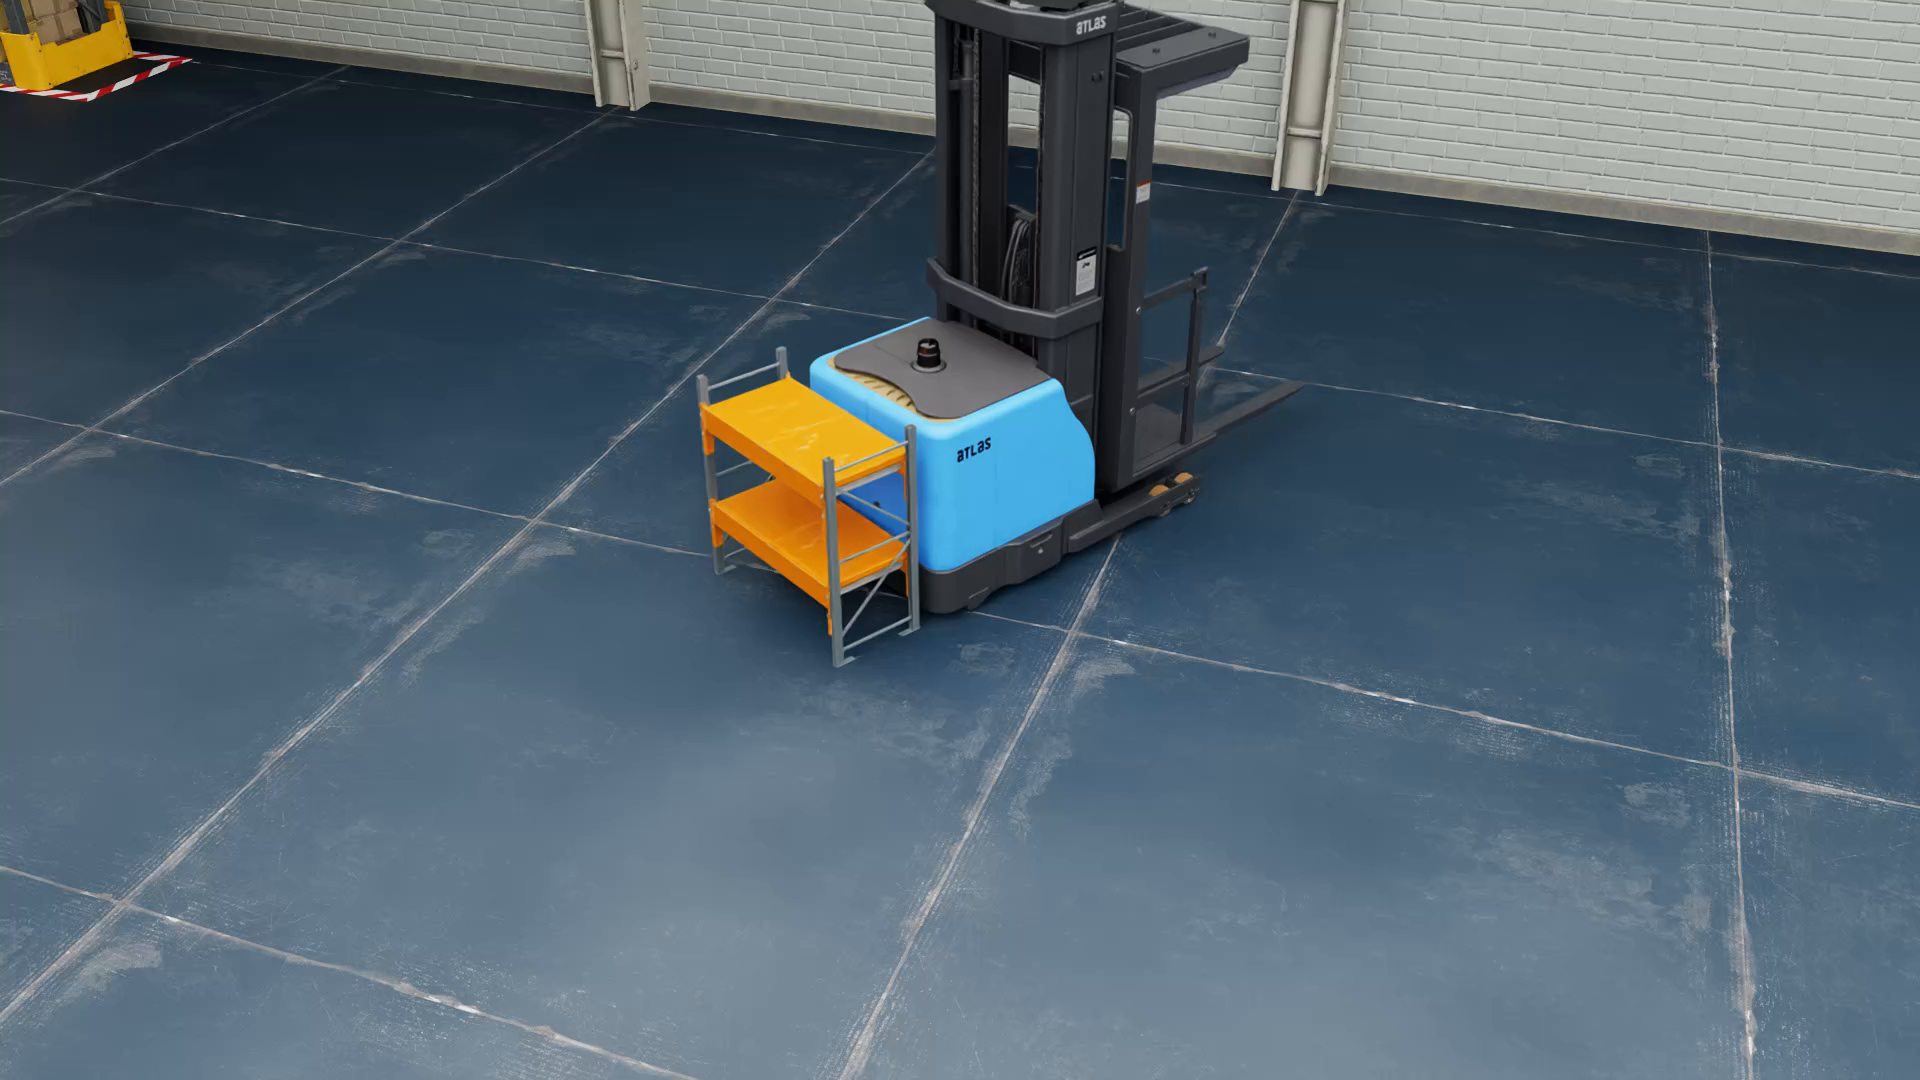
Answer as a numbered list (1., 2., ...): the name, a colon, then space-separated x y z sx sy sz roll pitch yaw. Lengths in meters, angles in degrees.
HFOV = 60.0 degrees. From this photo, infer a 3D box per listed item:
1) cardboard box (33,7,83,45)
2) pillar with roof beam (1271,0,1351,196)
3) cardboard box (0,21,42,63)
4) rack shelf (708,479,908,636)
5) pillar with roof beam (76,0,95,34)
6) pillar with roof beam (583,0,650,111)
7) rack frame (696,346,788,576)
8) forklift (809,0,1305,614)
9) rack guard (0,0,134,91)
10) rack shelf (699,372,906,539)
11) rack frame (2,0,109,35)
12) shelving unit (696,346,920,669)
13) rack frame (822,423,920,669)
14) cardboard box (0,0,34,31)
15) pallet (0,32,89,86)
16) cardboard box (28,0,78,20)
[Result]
1. cardboard box: -8.674 -4.858 15.657 0.500 0.250 0.500 11 34 17
2. pillar with roof beam: 1.215 -4.361 7.208 0.400 9.000 9.100 11 34 16
3. cardboard box: -8.826 -4.593 15.246 0.500 0.250 0.500 11 35 17
4. rack shelf: -0.724 0.033 8.113 0.538 0.278 1.000 -24 40 -33
5. pillar with roof beam: -10.081 -6.557 10.610 0.400 9.000 9.100 11 34 16
6. pillar with roof beam: -4.433 -5.459 8.909 0.400 9.000 9.100 11 34 16
7. rack frame: -1.050 -0.384 8.308 0.500 1.125 0.032 -24 40 -33
8. forklift: 0.679 -1.549 8.447 3.031 2.935 1.130 -26 41 -34
9. rack guard: -8.255 -4.593 15.402 0.348 0.500 1.175 11 34 16
10. rack shelf: -0.724 -0.419 7.822 0.538 0.278 1.000 -24 40 -33
11. rack frame: -8.278 -5.647 14.731 0.127 3.000 1.000 11 34 16
12. shelving unit: -0.724 -0.173 7.980 0.538 1.125 1.048 -24 40 -33
13. rack frame: -0.398 0.039 7.653 0.500 1.125 0.032 -24 40 -33
14. cardboard box: -8.841 -4.808 15.118 0.500 0.250 0.500 11 34 16
15. pallet: -9.012 -4.594 15.671 1.213 0.211 1.003 11 34 16
16. cardboard box: -8.650 -5.071 15.525 0.500 0.250 0.500 12 35 17
